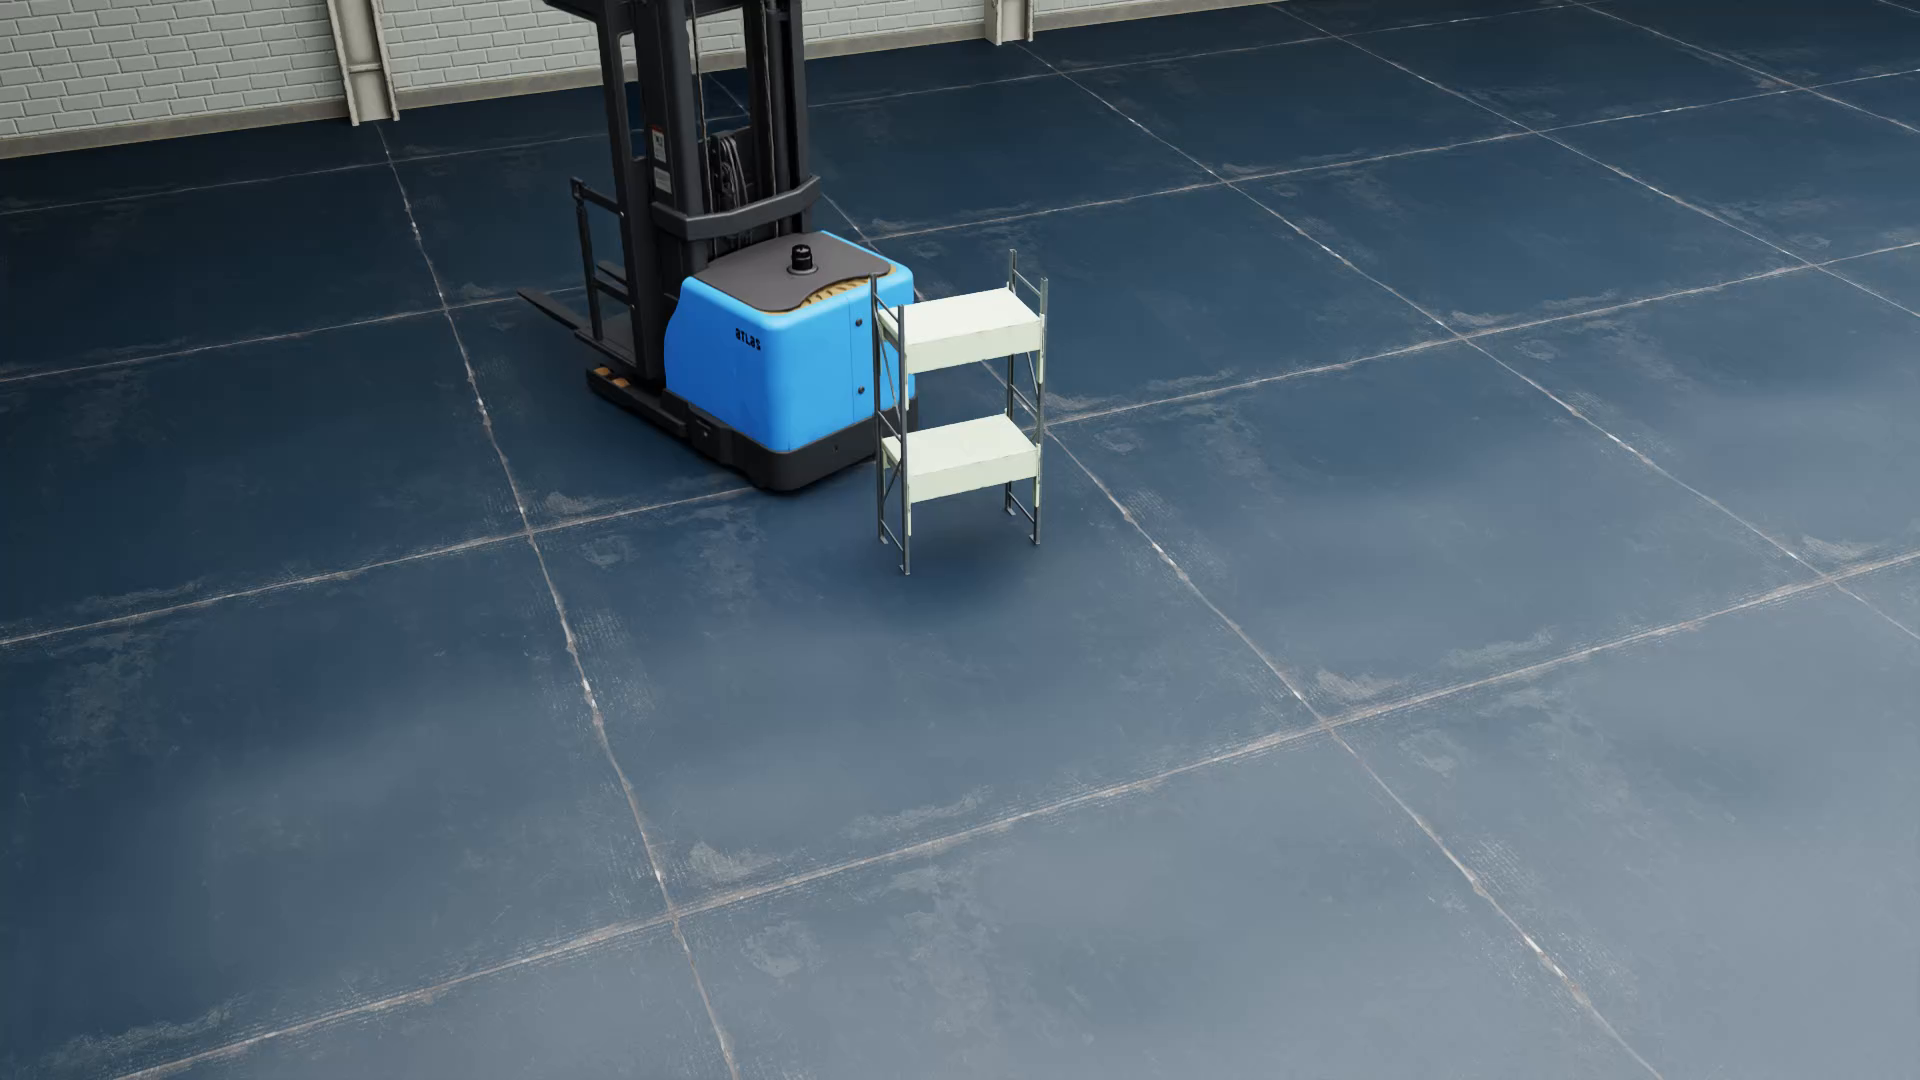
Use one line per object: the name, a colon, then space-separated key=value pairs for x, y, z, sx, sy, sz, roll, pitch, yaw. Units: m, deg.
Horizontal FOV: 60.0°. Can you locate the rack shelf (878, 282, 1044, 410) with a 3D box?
rack shelf: x=-0.006 y=-0.954 z=8.126 sx=0.720 sy=0.370 sz=0.431 roll=-13 pitch=35 yaw=-19

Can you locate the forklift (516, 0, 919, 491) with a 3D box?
forklift: x=-1.617 y=-2.206 z=9.453 sx=1.130 sy=2.935 sz=3.031 roll=-27 pitch=42 yaw=-35

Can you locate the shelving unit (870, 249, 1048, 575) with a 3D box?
shelving unit: x=-0.006 y=-0.627 z=8.339 sx=0.755 sy=1.500 sz=0.431 roll=-13 pitch=35 yaw=-19

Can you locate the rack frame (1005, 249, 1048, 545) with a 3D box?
rack frame: x=0.331 y=-0.704 z=8.458 sx=0.023 sy=1.500 sz=0.400 roll=-13 pitch=35 yaw=-19

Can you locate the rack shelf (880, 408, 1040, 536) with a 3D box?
rack shelf: x=-0.006 y=-0.354 z=8.517 sx=0.720 sy=0.370 sz=0.431 roll=-13 pitch=35 yaw=-19

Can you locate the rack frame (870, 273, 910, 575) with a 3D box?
rack frame: x=-0.344 y=-0.550 z=8.220 sx=0.023 sy=1.500 sz=0.400 roll=-13 pitch=35 yaw=-19

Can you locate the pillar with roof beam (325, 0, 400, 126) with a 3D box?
pillar with roof beam: x=-3.391 y=-5.256 z=8.577 sx=0.400 sy=9.000 sz=9.100 roll=-13 pitch=35 yaw=-19

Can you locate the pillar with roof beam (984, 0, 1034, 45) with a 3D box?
pillar with roof beam: x=2.141 y=-6.523 z=10.523 sx=0.400 sy=9.000 sz=9.100 roll=-13 pitch=35 yaw=-19
